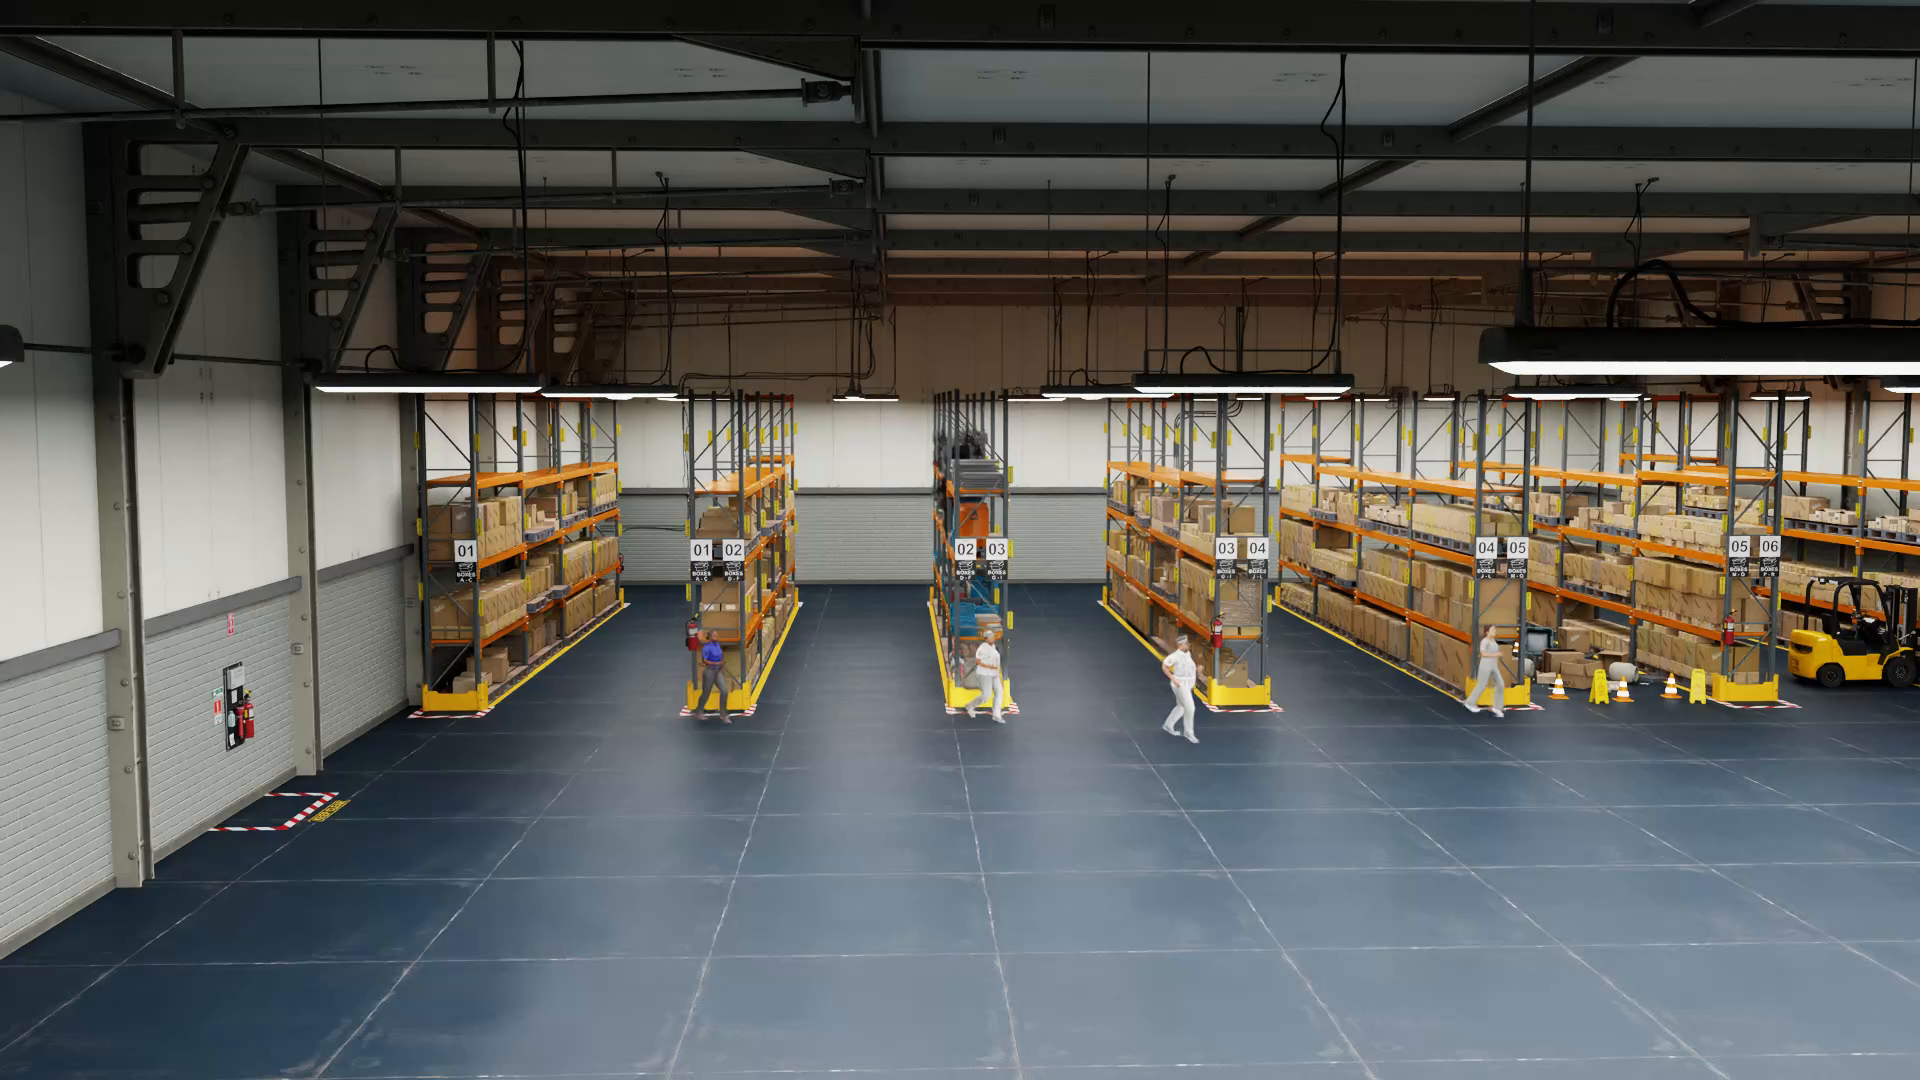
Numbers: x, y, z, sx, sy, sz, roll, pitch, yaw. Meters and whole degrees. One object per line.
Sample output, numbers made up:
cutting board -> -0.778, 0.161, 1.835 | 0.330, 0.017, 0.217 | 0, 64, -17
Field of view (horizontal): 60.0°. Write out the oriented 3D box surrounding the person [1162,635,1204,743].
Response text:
person -> 3.790, 2.526, 28.378 | 0.760, 1.842, 0.643 | 3, 5, 29

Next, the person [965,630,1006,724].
person -> 0.469, 2.460, 30.008 | 0.779, 1.682, 0.622 | 3, 5, 31

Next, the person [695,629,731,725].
person -> -4.433, 2.450, 29.881 | 0.725, 1.698, 0.589 | 3, 6, 34

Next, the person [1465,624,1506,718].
person -> 9.668, 2.398, 30.546 | 0.560, 1.737, 0.751 | -4, 6, -41
